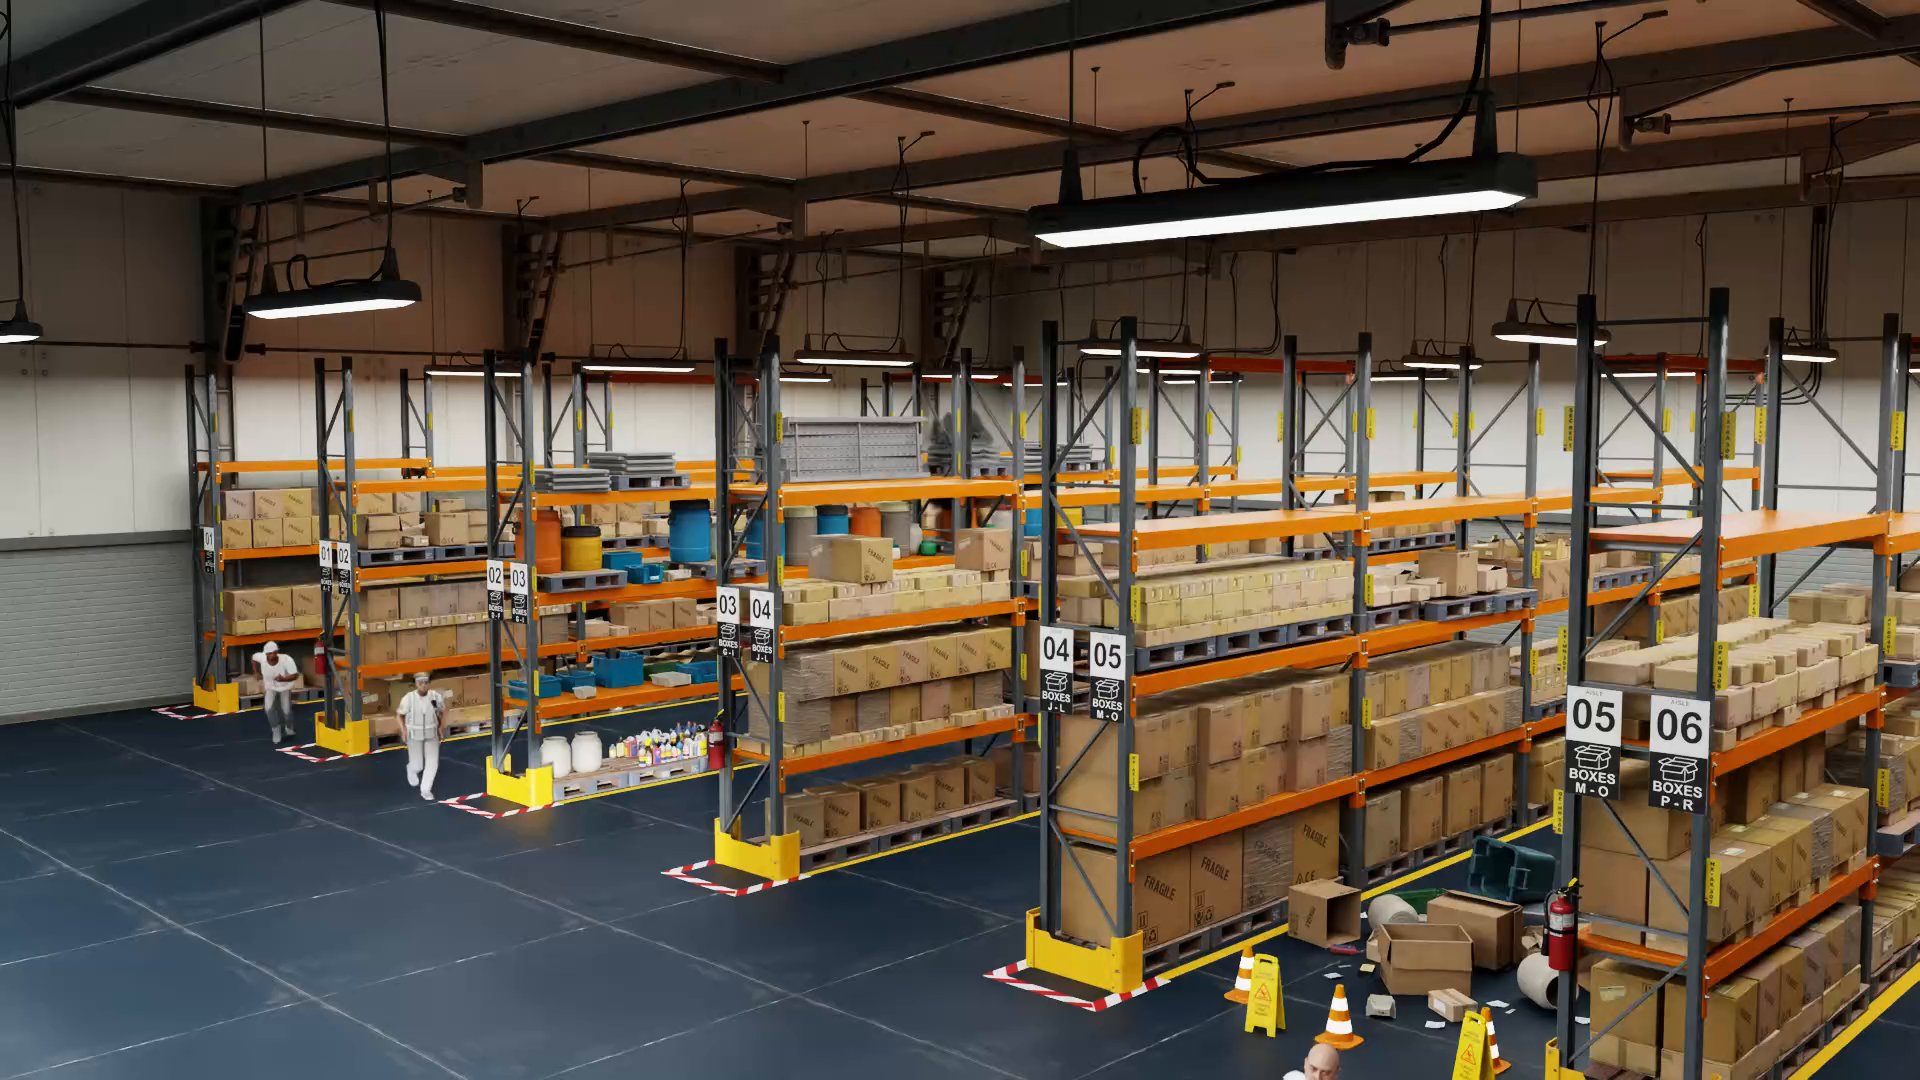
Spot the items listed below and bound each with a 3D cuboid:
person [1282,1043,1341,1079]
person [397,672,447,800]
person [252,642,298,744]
[{"bbox_3d":[1.894,3.574,9.113,0.742,1.749,0.896,3,5,37],"label":"person"},{"bbox_3d":[-7.230,2.599,22.350,0.649,1.726,0.648,-2,5,-27],"label":"person"},{"bbox_3d":[-10.704,2.374,26.040,0.743,1.656,0.967,0,4,-5],"label":"person"}]
